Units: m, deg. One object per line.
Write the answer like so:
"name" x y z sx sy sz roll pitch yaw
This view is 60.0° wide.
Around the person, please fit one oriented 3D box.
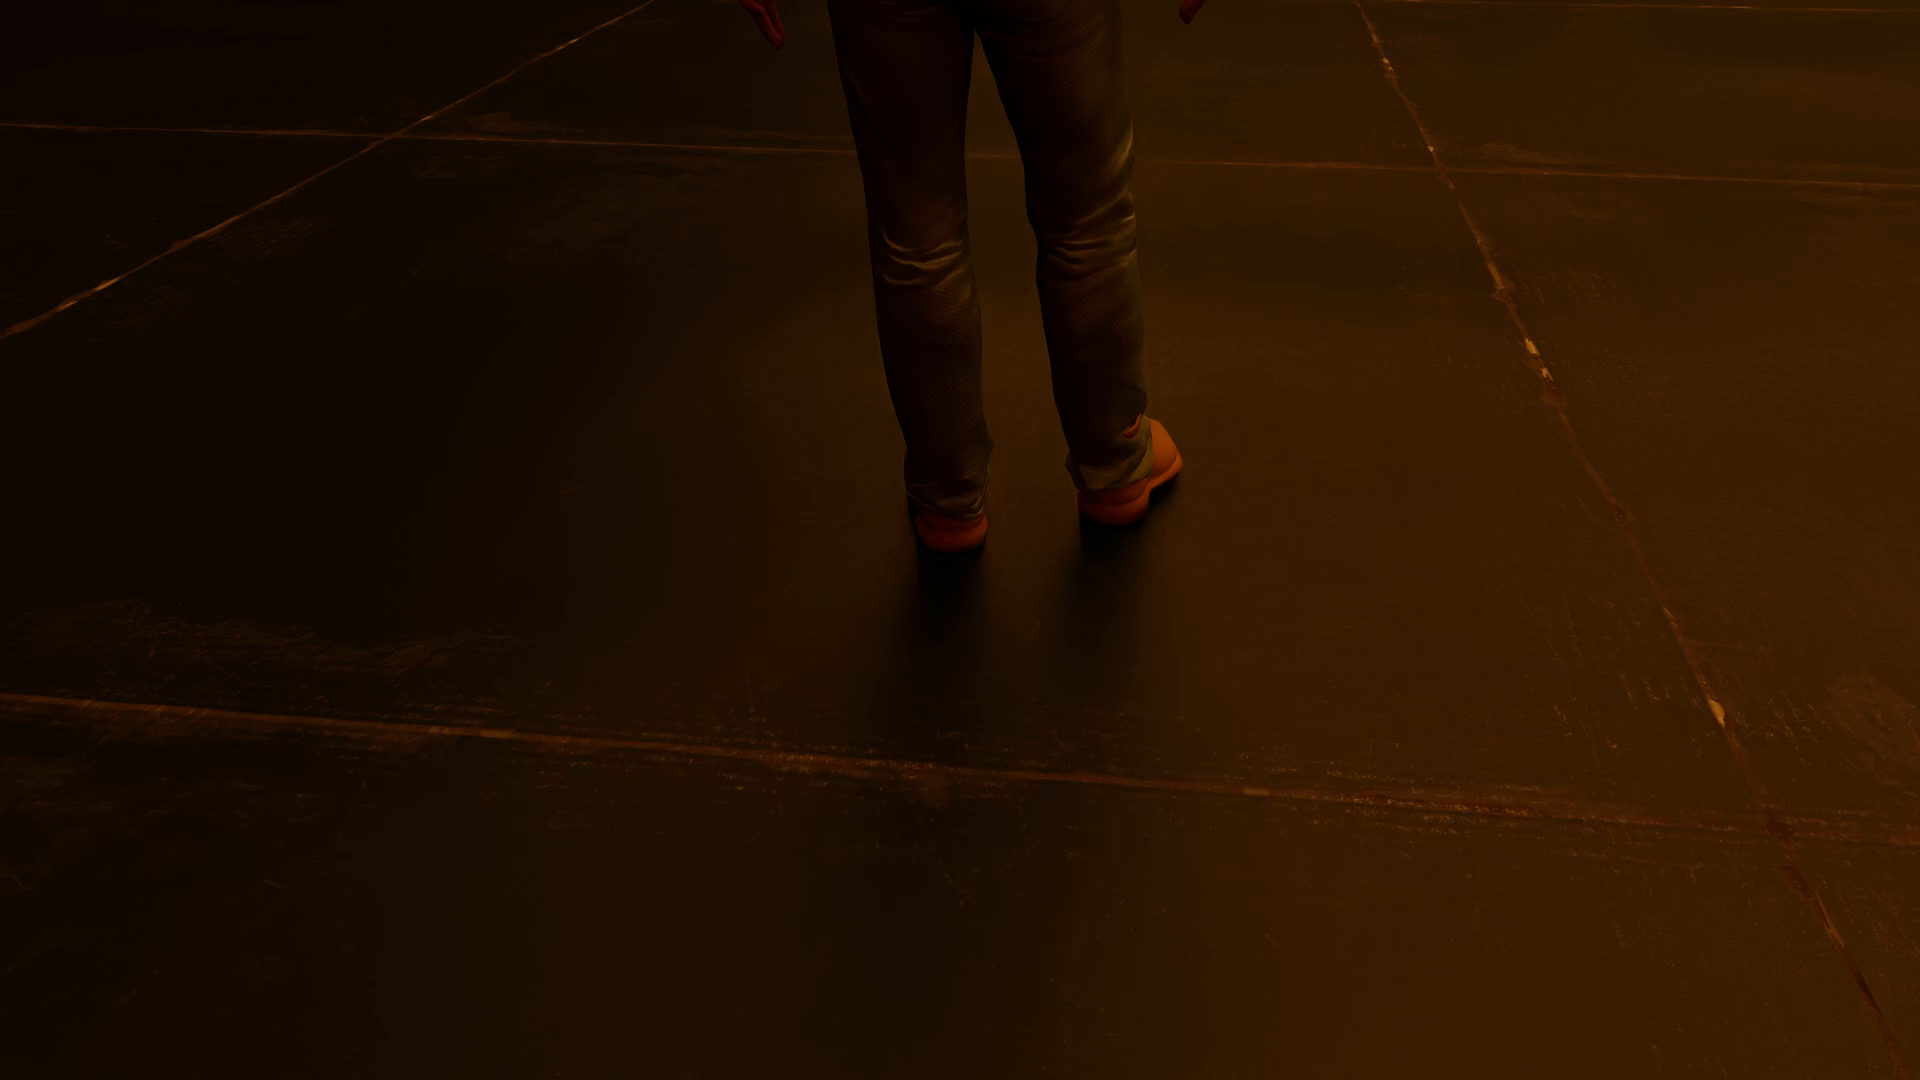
"person" 0.014 -0.827 2.164 0.666 1.767 0.576 3 27 7
